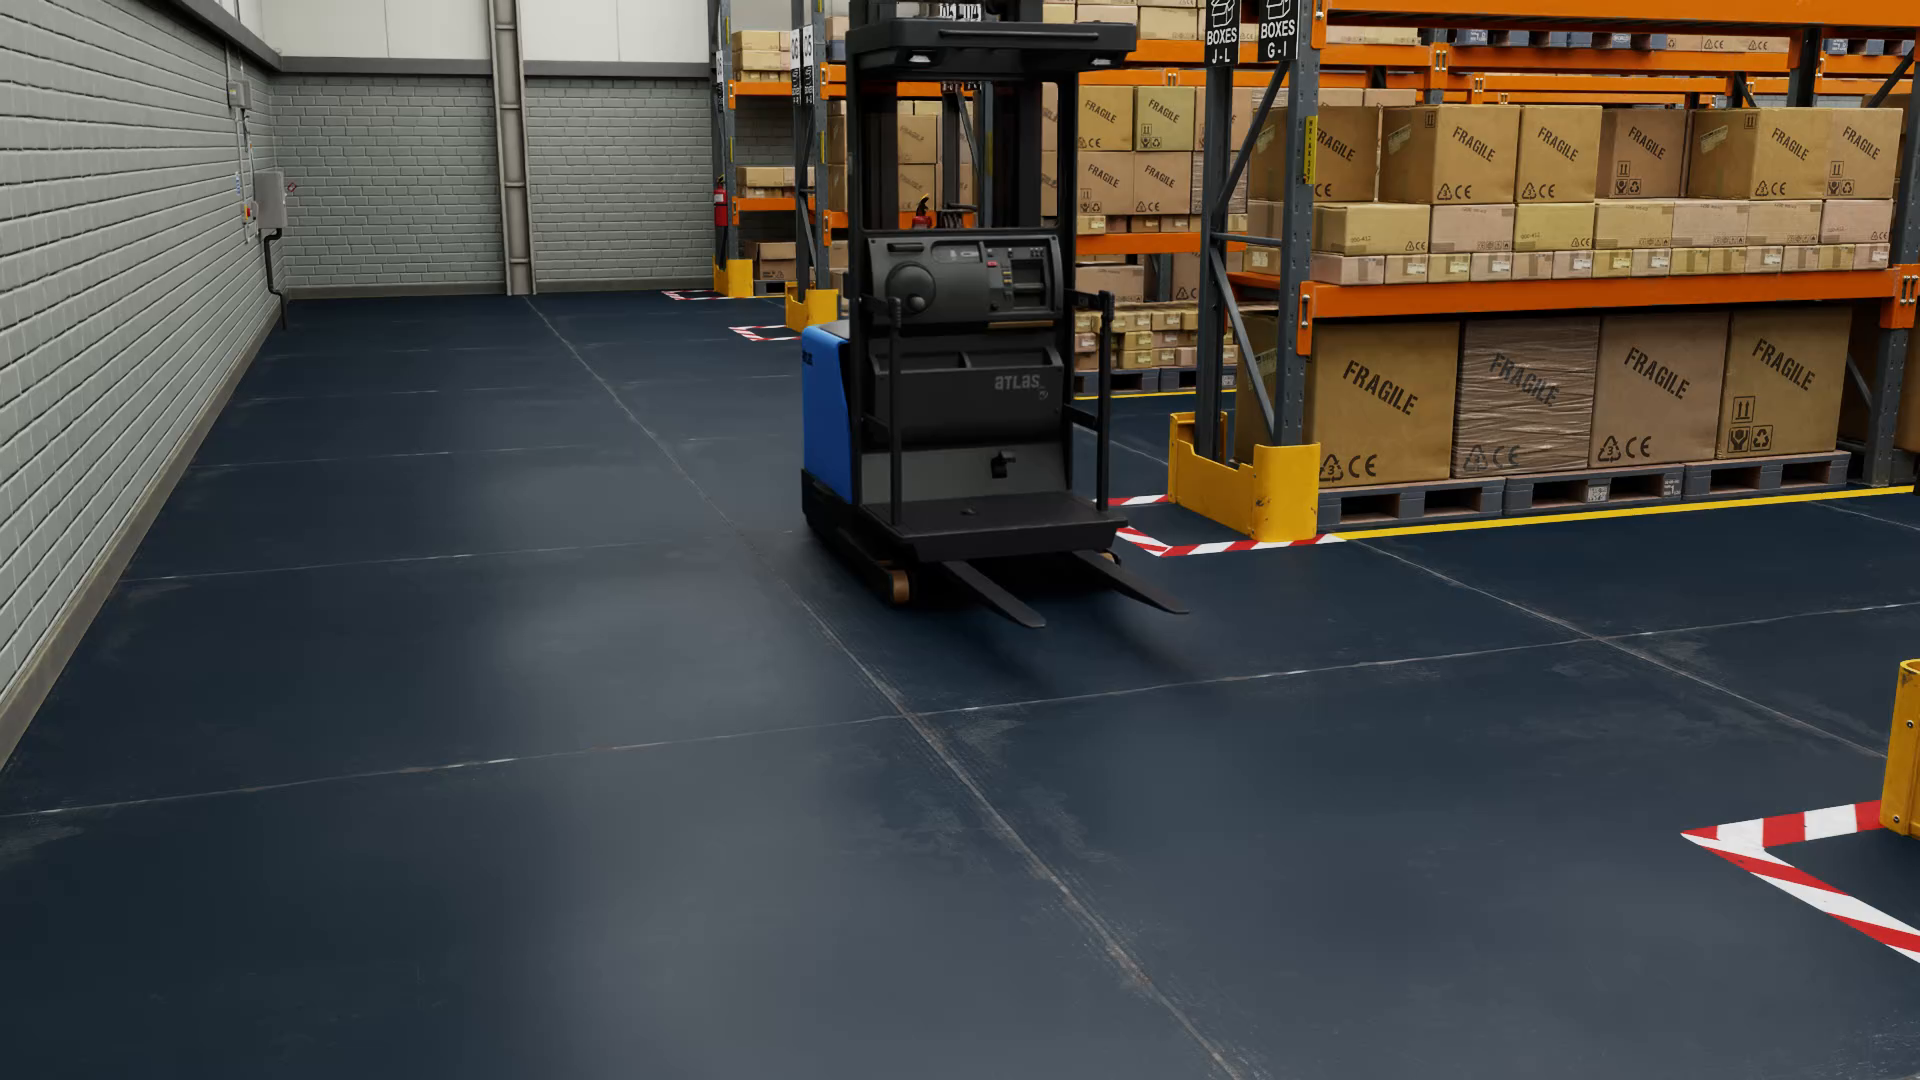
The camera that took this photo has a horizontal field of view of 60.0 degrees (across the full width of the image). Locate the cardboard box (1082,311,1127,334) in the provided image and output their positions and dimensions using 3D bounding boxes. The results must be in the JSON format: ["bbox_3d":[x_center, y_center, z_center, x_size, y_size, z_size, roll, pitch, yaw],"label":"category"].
[{"bbox_3d":[1.176,-1.786,13.639,0.250,0.149,0.380,-4,14,-18],"label":"cardboard box"}]

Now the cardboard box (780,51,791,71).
[{"bbox_3d":[-2.210,-6.391,22.227,0.500,0.250,0.500,-4,14,-17],"label":"cardboard box"}]

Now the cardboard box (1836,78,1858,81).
[{"bbox_3d":[11.391,-6.024,21.548,0.250,0.149,0.380,-5,14,-19],"label":"cardboard box"}]

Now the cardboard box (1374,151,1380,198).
[{"bbox_3d":[3.491,-3.069,14.205,0.500,0.500,0.500,-4,14,-18],"label":"cardboard box"}]

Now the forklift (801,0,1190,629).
[{"bbox_3d":[0.101,-1.235,7.503,1.130,2.935,3.031,-4,14,-18],"label":"forklift"}]

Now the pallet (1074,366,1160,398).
[{"bbox_3d":[0.922,-1.379,13.986,1.213,0.211,1.003,-4,14,-18],"label":"pallet"}]

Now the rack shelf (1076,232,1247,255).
[{"bbox_3d":[1.964,-2.476,14.124,4.000,0.370,1.077,-4,14,-18],"label":"rack shelf"}]

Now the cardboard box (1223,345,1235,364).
[{"bbox_3d":[2.129,-1.581,14.061,0.250,0.149,0.380,-4,14,-18],"label":"cardboard box"}]

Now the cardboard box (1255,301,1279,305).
[{"bbox_3d":[2.723,-2.039,14.701,0.250,0.149,0.380,-5,14,-20],"label":"cardboard box"}]

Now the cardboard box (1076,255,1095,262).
[{"bbox_3d":[1.630,-4.156,24.127,0.500,0.500,0.500,-5,14,-19],"label":"cardboard box"}]

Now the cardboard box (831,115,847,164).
[{"bbox_3d":[-1.060,-4.264,17.712,0.500,0.500,0.500,-5,14,-19],"label":"cardboard box"}]

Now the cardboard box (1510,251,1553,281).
[{"bbox_3d":[2.969,-1.491,8.971,0.250,0.149,0.380,-5,14,-19],"label":"cardboard box"}]

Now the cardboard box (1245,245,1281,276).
[{"bbox_3d":[1.787,-1.559,9.259,0.250,0.149,0.380,-4,14,-17],"label":"cardboard box"}]

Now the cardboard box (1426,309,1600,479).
[{"bbox_3d":[2.998,-0.886,9.568,0.875,0.875,0.875,-4,14,-18],"label":"cardboard box"}]

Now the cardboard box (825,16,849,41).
[{"bbox_3d":[-1.208,-5.449,17.786,0.500,0.250,0.500,-6,15,-23],"label":"cardboard box"}]

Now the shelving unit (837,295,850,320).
[{"bbox_3d":[-0.520,-0.756,9.230,0.258,1.200,0.189,7,15,28],"label":"shelving unit"}]

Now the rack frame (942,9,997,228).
[{"bbox_3d":[0.068,-2.678,13.420,0.127,3.000,1.000,-4,14,-18],"label":"rack frame"}]

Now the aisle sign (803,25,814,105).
[{"bbox_3d":[-1.582,-4.952,17.363,0.004,0.787,0.394,-4,14,-18],"label":"aisle sign"}]

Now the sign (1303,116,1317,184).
[{"bbox_3d":[1.726,-1.920,8.193,0.005,0.325,0.100,-4,14,-18],"label":"sign"}]

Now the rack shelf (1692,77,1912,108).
[{"bbox_3d":[11.663,-5.899,22.033,4.000,0.370,1.077,-4,14,-18],"label":"rack shelf"}]

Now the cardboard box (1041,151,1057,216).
[{"bbox_3d":[0.582,-2.844,13.259,0.500,0.500,0.500,-4,14,-15],"label":"cardboard box"}]

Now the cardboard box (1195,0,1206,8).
[{"bbox_3d":[2.023,-4.394,13.396,0.500,0.250,0.500,-5,14,-20],"label":"cardboard box"}]

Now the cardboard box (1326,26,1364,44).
[{"bbox_3d":[3.003,-4.230,13.786,0.500,0.250,0.500,-4,14,-18],"label":"cardboard box"}]

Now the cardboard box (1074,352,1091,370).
[{"bbox_3d":[0.889,-1.501,13.726,0.250,0.149,0.380,-5,14,-18],"label":"cardboard box"}]

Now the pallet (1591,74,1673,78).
[{"bbox_3d":[8.166,-5.911,20.933,1.003,0.211,1.213,-4,14,-18],"label":"pallet"}]

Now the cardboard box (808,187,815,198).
[{"bbox_3d":[-2.070,-4.748,22.664,0.250,0.149,0.380,-4,14,-16],"label":"cardboard box"}]

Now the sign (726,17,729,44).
[{"bbox_3d":[-3.020,-6.610,21.580,0.005,0.325,0.100,-4,14,-18],"label":"sign"}]

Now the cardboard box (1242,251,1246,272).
[{"bbox_3d":[3.601,-3.354,19.945,0.875,0.875,0.875,-4,14,-16],"label":"cardboard box"}]

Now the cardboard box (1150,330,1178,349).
[{"bbox_3d":[1.627,-1.704,13.933,0.250,0.149,0.380,-5,14,-21],"label":"cardboard box"}]

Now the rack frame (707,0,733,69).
[{"bbox_3d":[-3.193,-7.763,21.834,0.127,3.000,1.000,-4,14,-18],"label":"rack frame"}]

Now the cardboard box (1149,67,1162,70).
[{"bbox_3d":[2.902,-6.847,23.928,0.250,0.149,0.380,-4,14,-16],"label":"cardboard box"}]

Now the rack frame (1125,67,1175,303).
[{"bbox_3d":[2.185,-4.052,19.194,0.127,3.000,1.000,-4,14,-18],"label":"rack frame"}]

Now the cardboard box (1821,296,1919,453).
[{"bbox_3d":[5.946,-1.100,10.471,0.875,0.875,1.225,-4,14,-18],"label":"cardboard box"}]

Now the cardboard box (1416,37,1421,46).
[{"bbox_3d":[5.098,-5.944,19.546,0.500,0.500,0.700,-5,14,-21],"label":"cardboard box"}]

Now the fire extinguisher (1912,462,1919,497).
[{"bbox_3d":[2.846,-0.366,4.673,0.183,0.674,0.296,-4,14,-18],"label":"fire extinguisher"}]

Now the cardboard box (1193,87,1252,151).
[{"bbox_3d":[2.037,-3.443,13.618,0.500,0.500,0.500,-5,14,-20],"label":"cardboard box"}]

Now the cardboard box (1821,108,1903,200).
[{"bbox_3d":[4.995,-2.222,9.564,0.500,0.500,0.500,-4,14,-16],"label":"cardboard box"}]

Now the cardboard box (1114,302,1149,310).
[{"bbox_3d":[1.453,-1.970,14.410,0.250,0.149,0.380,-4,14,-16],"label":"cardboard box"}]

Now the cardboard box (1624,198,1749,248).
[{"bbox_3d":[4.037,-1.783,9.339,0.500,0.250,0.500,-4,14,-17],"label":"cardboard box"}]

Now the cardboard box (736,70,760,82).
[{"bbox_3d":[-2.817,-6.154,22.095,0.250,0.149,0.380,-4,14,-17],"label":"cardboard box"}]

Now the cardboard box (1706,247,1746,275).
[{"bbox_3d":[4.186,-1.586,9.369,0.250,0.149,0.380,-4,14,-17],"label":"cardboard box"}]

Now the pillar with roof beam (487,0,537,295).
[{"bbox_3d":[-4.663,-6.818,17.860,0.400,9.000,9.100,-4,14,-18],"label":"pillar with roof beam"}]

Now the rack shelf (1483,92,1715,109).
[{"bbox_3d":[10.076,-6.987,26.609,4.000,0.370,1.077,-4,14,-18],"label":"rack shelf"}]

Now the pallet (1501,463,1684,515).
[{"bbox_3d":[3.442,-0.392,9.833,1.213,0.211,1.003,-4,14,-18],"label":"pallet"}]

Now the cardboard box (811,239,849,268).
[{"bbox_3d":[-1.760,-3.912,23.101,0.500,0.500,0.700,-4,14,-16],"label":"cardboard box"}]

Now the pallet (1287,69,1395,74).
[{"bbox_3d":[4.324,-5.572,19.512,1.213,0.211,1.003,-4,14,-15],"label":"pallet"}]

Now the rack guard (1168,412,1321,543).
[{"bbox_3d":[1.532,-0.365,9.097,0.348,0.500,1.175,-4,14,-18],"label":"rack guard"}]

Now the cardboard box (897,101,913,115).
[{"bbox_3d":[-0.673,-4.602,17.728,0.250,0.149,0.380,-4,14,-16],"label":"cardboard box"}]

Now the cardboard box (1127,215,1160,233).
[{"bbox_3d":[1.447,-2.608,13.667,0.250,0.149,0.380,-5,14,-19],"label":"cardboard box"}]

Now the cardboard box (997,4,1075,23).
[{"bbox_3d":[0.575,-4.042,12.994,0.500,0.250,0.500,-4,14,-16],"label":"cardboard box"}]

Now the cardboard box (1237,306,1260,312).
[{"bbox_3d":[2.392,-1.885,14.051,0.250,0.149,0.380,-5,14,-20],"label":"cardboard box"}]

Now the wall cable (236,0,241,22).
[{"bbox_3d":[-7.998,-6.991,18.504,0.133,3.039,2.988,-4,14,-18],"label":"wall cable"}]
